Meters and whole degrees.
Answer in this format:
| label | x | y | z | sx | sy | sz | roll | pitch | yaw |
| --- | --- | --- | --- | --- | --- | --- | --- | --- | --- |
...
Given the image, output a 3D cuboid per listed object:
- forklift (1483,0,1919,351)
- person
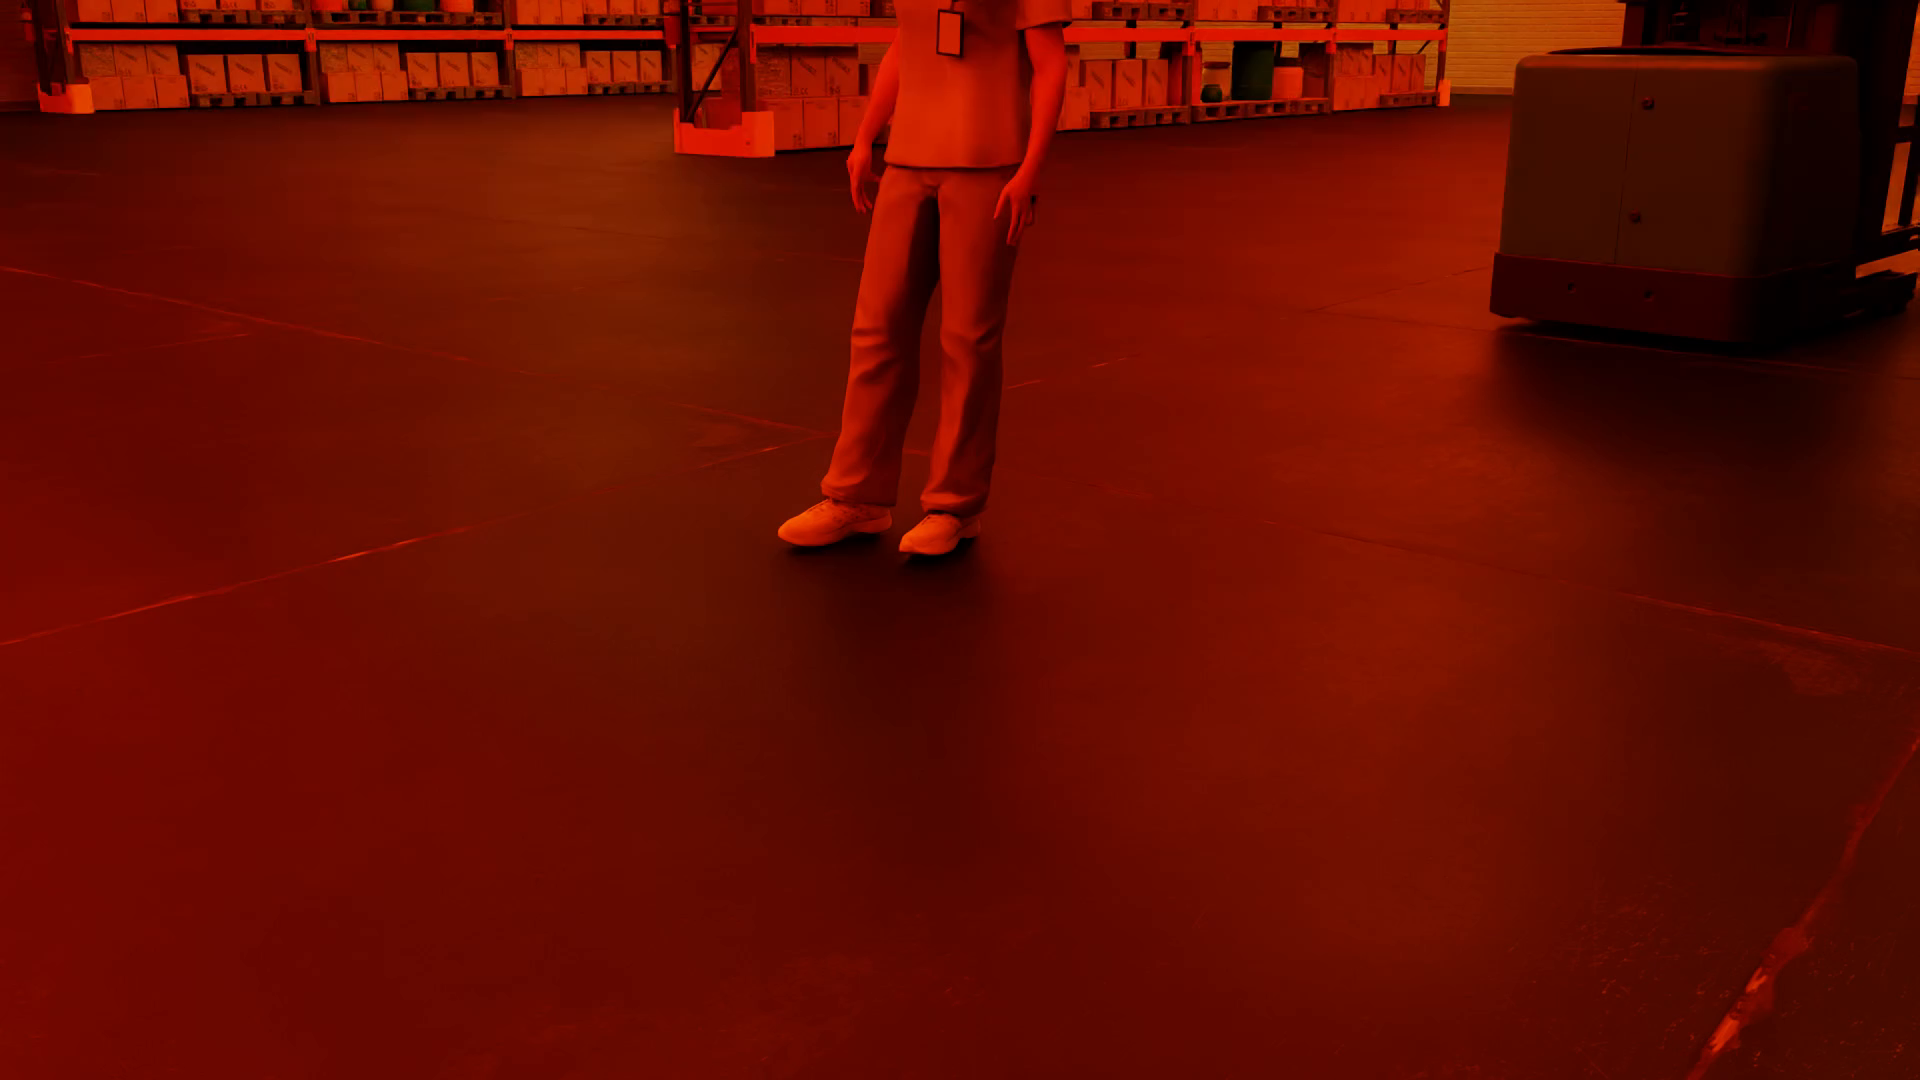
| label | x | y | z | sx | sy | sz | roll | pitch | yaw |
| --- | --- | --- | --- | --- | --- | --- | --- | --- | --- |
| forklift | 3.501 | -2.451 | 6.969 | 1.130 | 2.935 | 3.031 | 16 | 23 | 42 |
| person | -0.058 | -0.795 | 3.650 | 0.549 | 1.673 | 0.548 | 13 | 21 | 37 |
